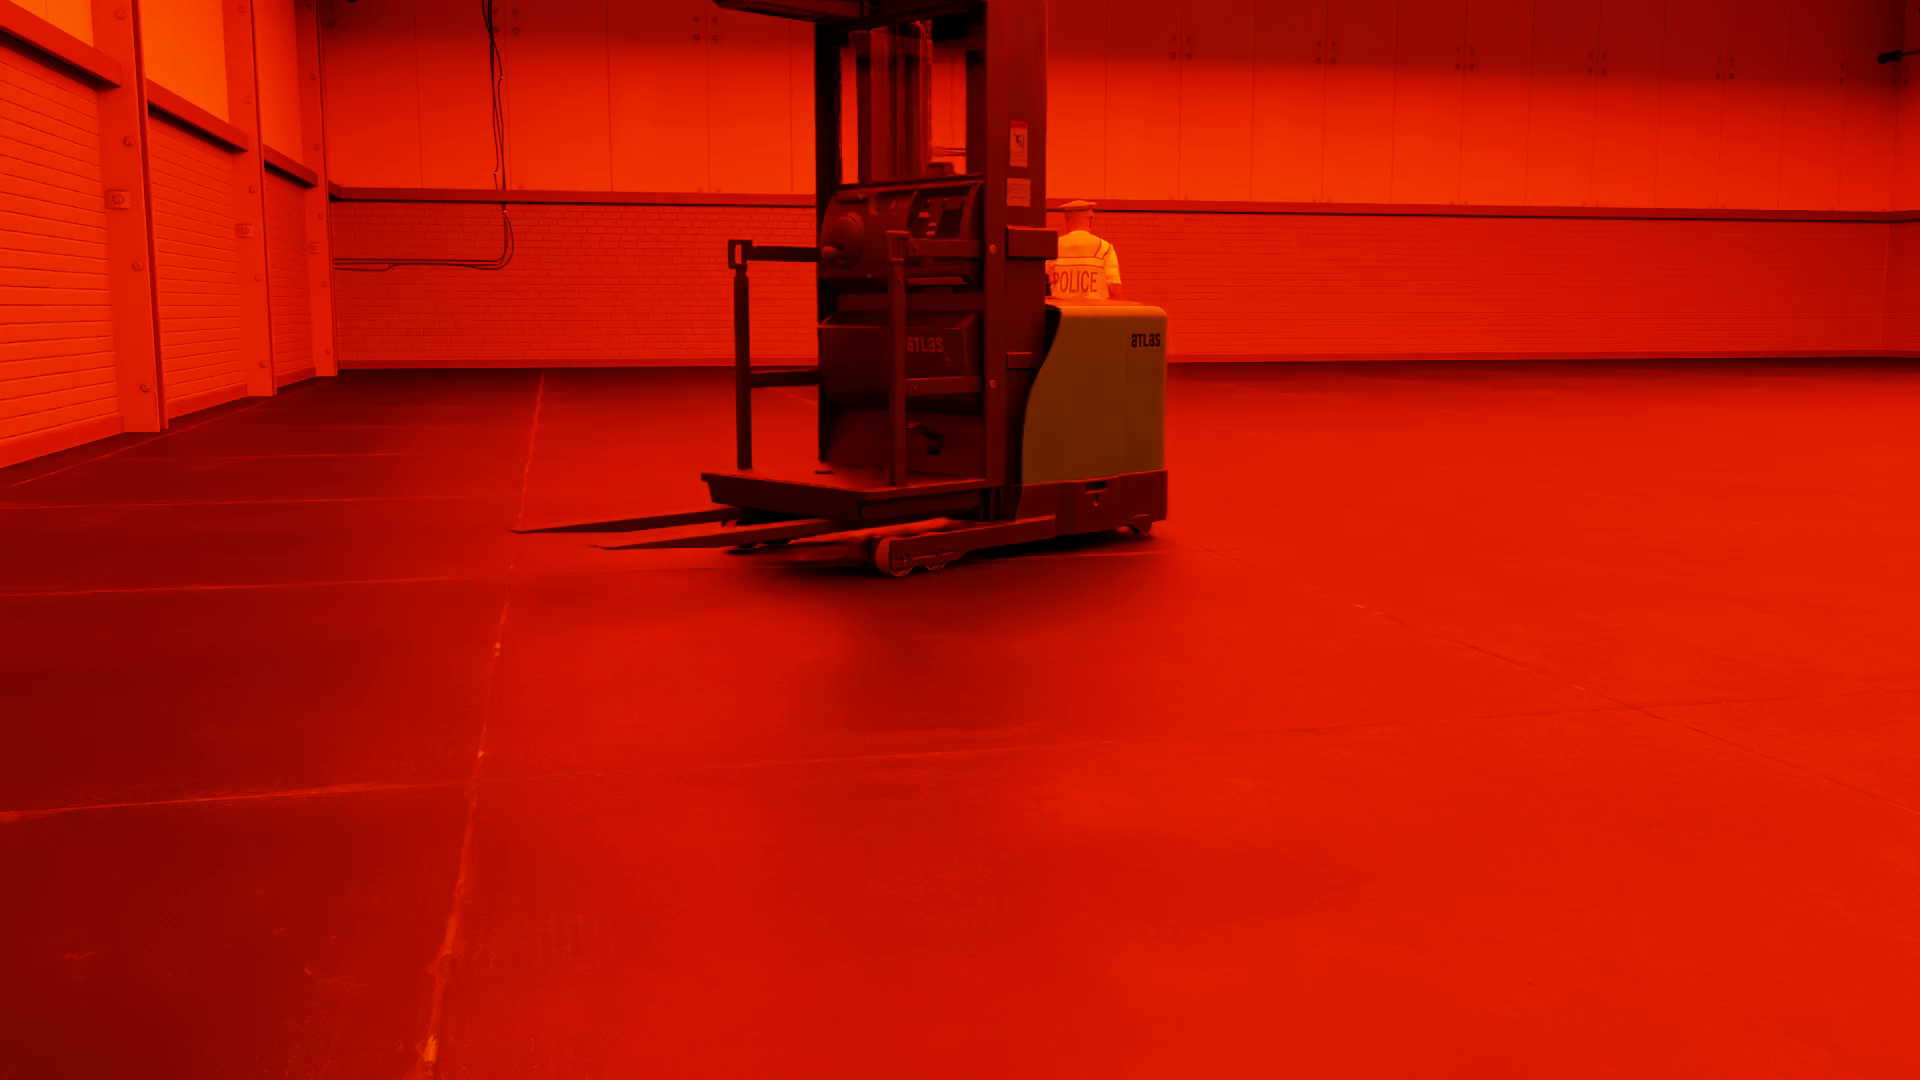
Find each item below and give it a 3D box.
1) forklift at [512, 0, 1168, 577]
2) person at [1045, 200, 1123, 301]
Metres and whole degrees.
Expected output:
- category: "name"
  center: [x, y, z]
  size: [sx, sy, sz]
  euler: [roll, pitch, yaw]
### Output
- category: "forklift"
  center: [-0.414, -1.384, 7.019]
  size: [1.130, 2.935, 3.031]
  euler: [8, 11, 44]
- category: "person"
  center: [0.765, -1.303, 10.709]
  size: [0.585, 1.747, 0.440]
  euler: [2, 8, 13]
